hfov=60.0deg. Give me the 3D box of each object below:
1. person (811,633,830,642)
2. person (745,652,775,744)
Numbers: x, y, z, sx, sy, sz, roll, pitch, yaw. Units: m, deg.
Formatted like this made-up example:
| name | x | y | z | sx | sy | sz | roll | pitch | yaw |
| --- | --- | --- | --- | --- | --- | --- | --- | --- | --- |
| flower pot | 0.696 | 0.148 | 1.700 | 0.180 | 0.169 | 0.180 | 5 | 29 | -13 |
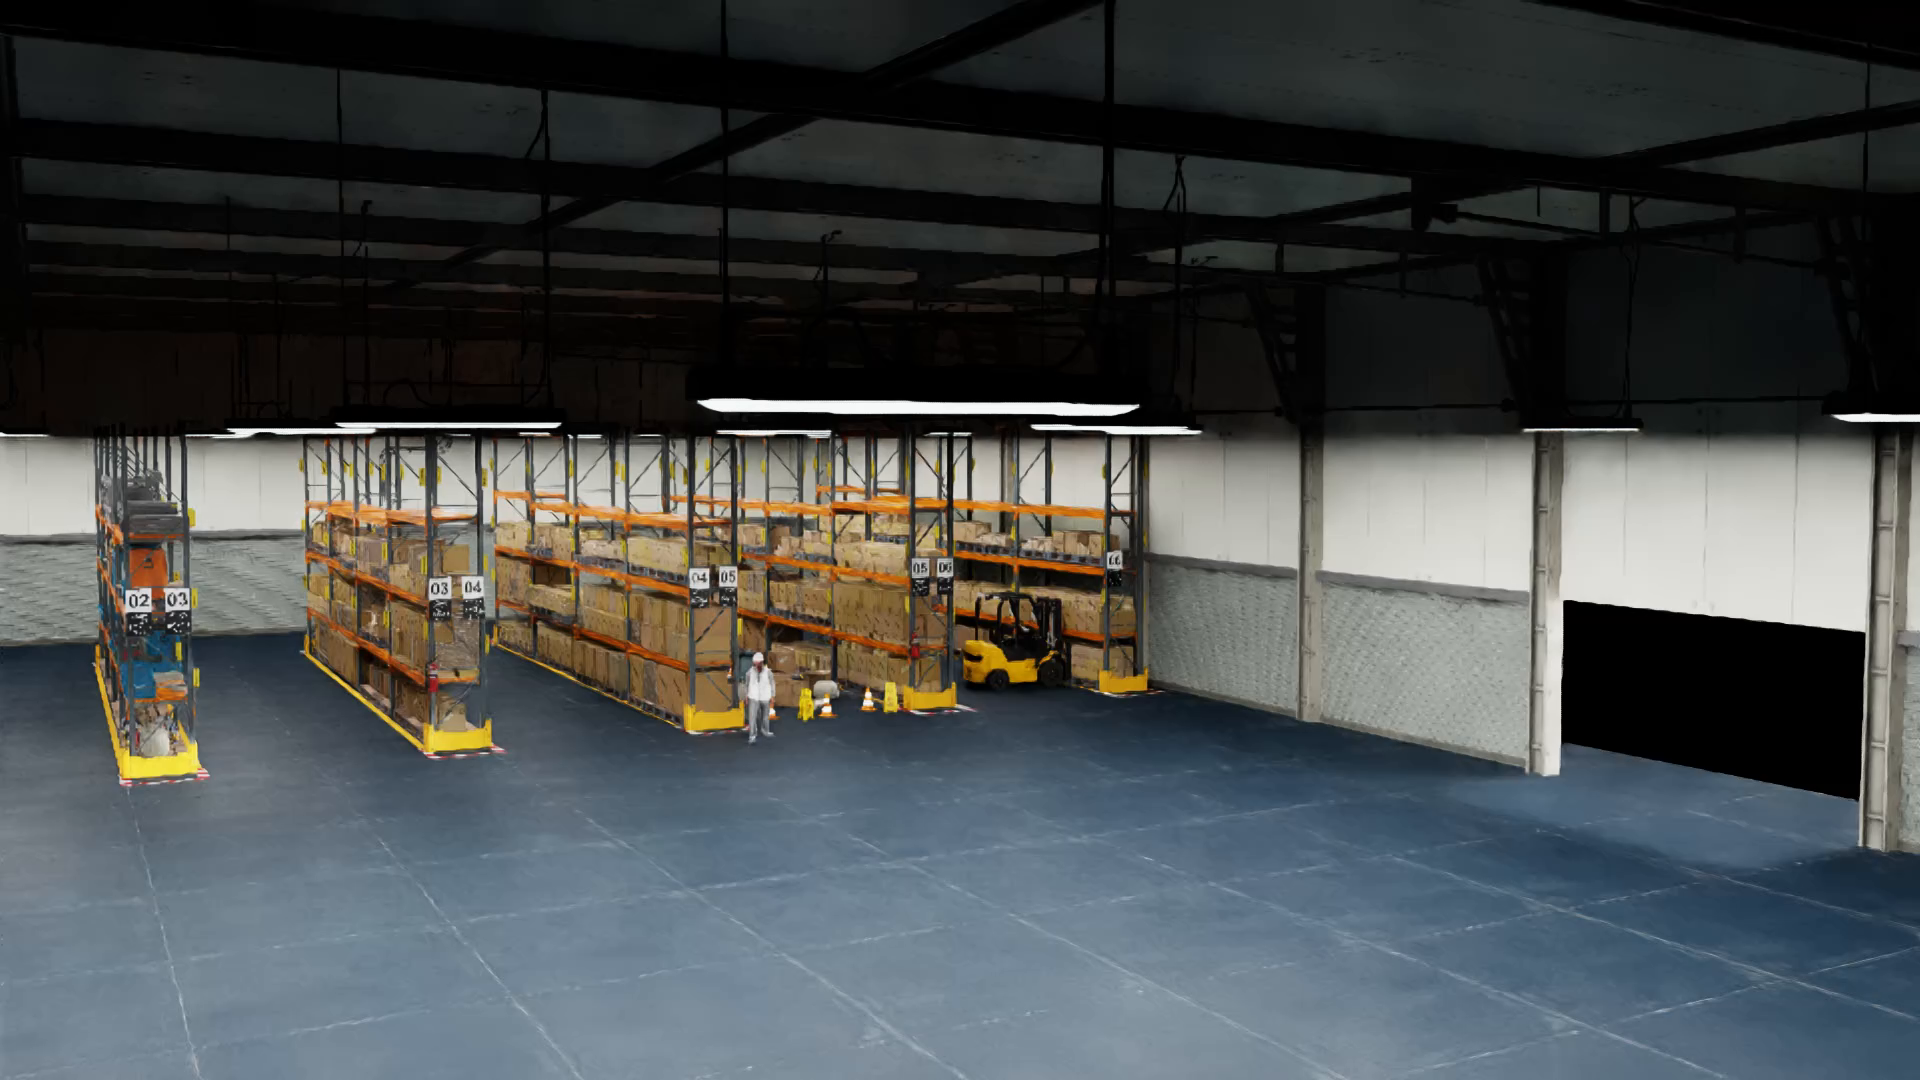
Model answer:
| name | x | y | z | sx | sy | sz | roll | pitch | yaw |
| --- | --- | --- | --- | --- | --- | --- | --- | --- | --- |
| person | -3.911 | 1.991 | 46.881 | 0.581 | 1.763 | 0.677 | 0 | 3 | -6 |
| person | -3.782 | 2.963 | 31.453 | 0.574 | 1.722 | 0.955 | 0 | 3 | -7 |
